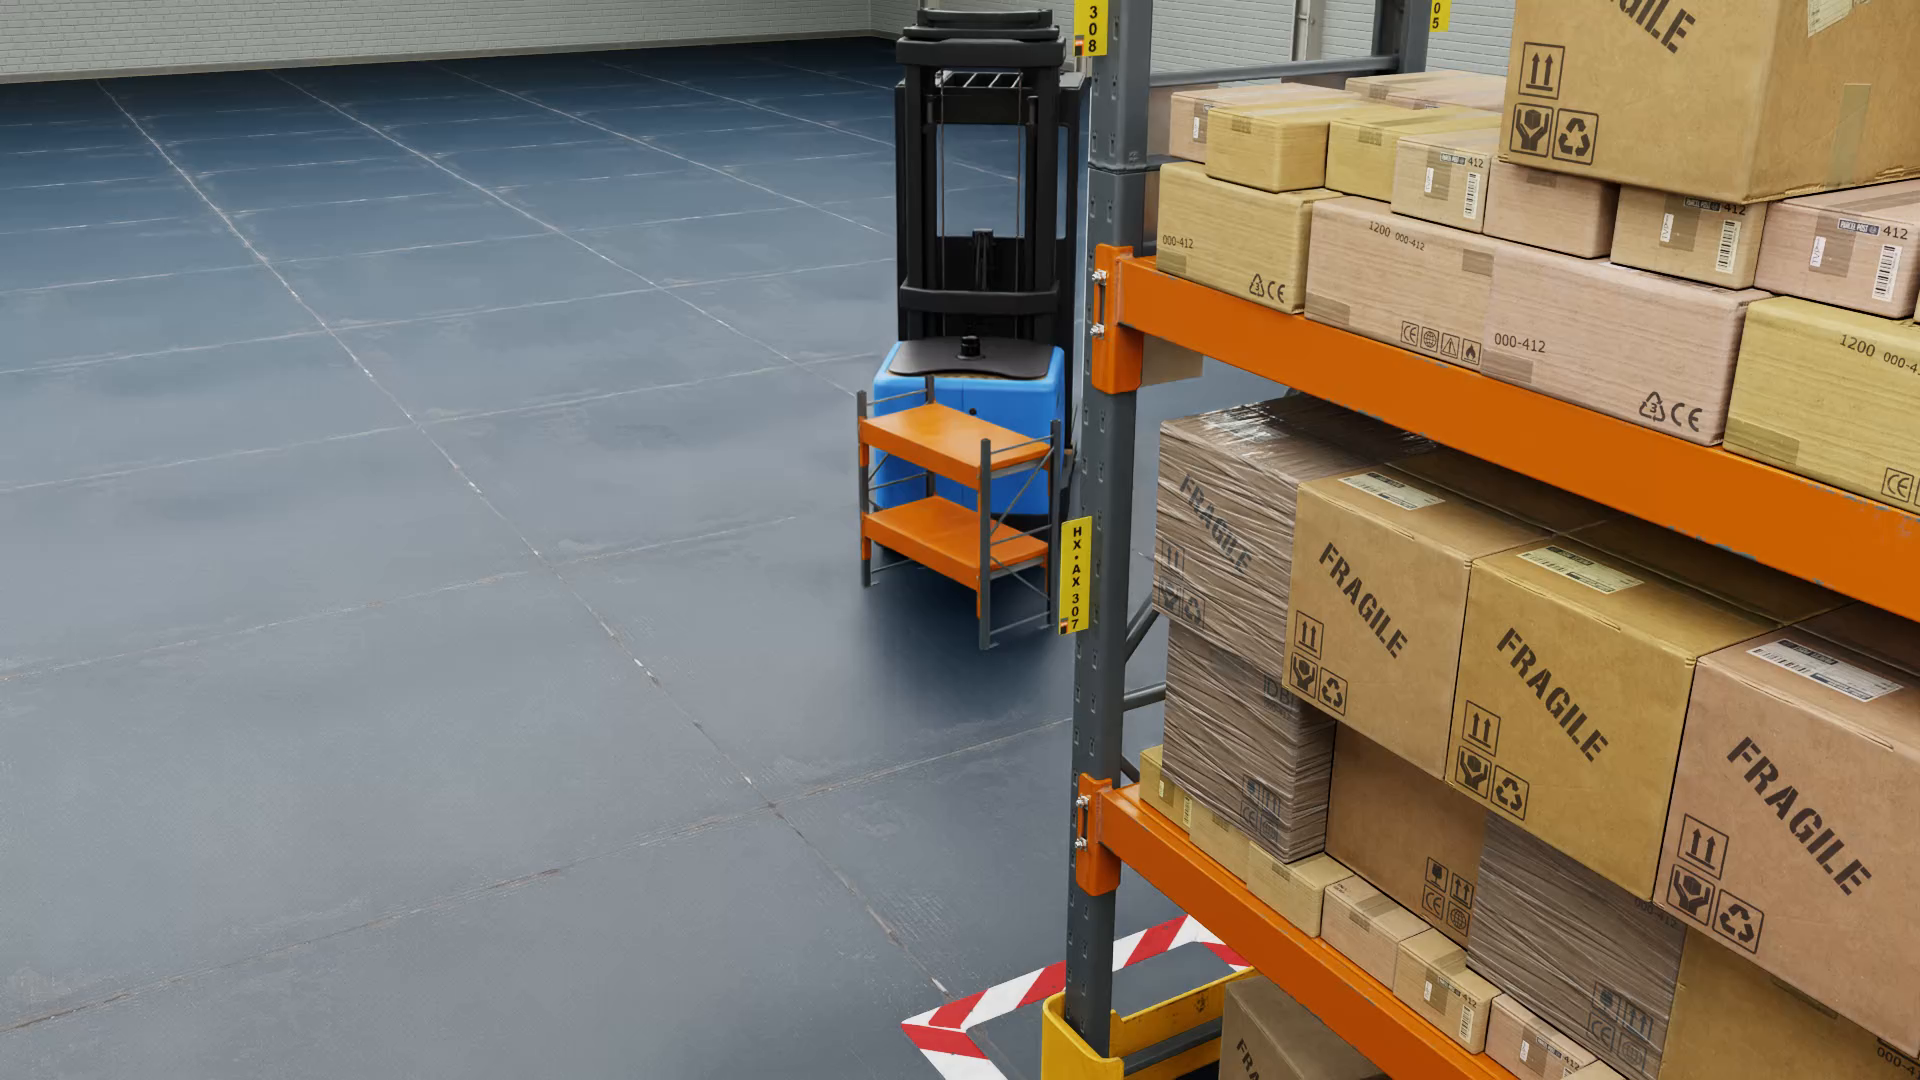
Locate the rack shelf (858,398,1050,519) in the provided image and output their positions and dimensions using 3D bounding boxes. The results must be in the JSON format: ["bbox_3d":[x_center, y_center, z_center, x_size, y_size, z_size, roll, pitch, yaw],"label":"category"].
[{"bbox_3d":[-0.020,-0.439,8.621,0.538,0.278,1.000,-17,28,-36],"label":"rack shelf"}]

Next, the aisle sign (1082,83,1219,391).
[{"bbox_3d":[0.488,-0.774,4.279,0.394,0.787,0.004,-13,25,-28],"label":"aisle sign"}]

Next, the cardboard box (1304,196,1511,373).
[{"bbox_3d":[1.070,-0.556,3.411,0.500,0.250,0.500,-13,26,-29],"label":"cardboard box"}]

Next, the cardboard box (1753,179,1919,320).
[{"bbox_3d":[1.522,-0.479,2.692,0.380,0.149,0.250,-13,25,-29],"label":"cardboard box"}]

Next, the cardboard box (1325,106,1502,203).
[{"bbox_3d":[1.003,-0.818,3.526,0.380,0.149,0.250,-13,26,-29],"label":"cardboard box"}]

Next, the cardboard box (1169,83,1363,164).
[{"bbox_3d":[0.719,-0.978,3.921,0.380,0.149,0.250,-13,25,-29],"label":"cardboard box"}]

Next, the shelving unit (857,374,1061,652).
[{"bbox_3d":[-0.020,-0.168,8.731,0.538,1.125,1.048,-17,28,-36],"label":"shelving unit"}]

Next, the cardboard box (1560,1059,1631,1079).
[{"bbox_3d":[1.401,1.152,3.328,0.380,0.149,0.250,-13,25,-28],"label":"cardboard box"}]

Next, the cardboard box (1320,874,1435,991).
[{"bbox_3d":[1.089,0.893,3.965,0.380,0.149,0.250,-13,25,-28],"label":"cardboard box"}]

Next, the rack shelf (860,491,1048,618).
[{"bbox_3d":[-0.020,0.059,8.823,0.538,0.278,1.000,-17,28,-36],"label":"rack shelf"}]

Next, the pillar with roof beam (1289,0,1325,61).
[{"bbox_3d":[1.758,-10.183,22.913,9.100,9.000,0.400,-13,25,-28],"label":"pillar with roof beam"}]

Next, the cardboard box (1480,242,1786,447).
[{"bbox_3d":[1.319,-0.395,3.014,0.500,0.250,0.500,-13,25,-28],"label":"cardboard box"}]

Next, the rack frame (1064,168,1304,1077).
[{"bbox_3d":[0.777,0.393,4.861,1.000,3.000,0.127,-13,25,-28],"label":"rack frame"}]

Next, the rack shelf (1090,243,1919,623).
[{"bbox_3d":[1.799,-0.016,2.839,1.077,0.370,4.000,-13,25,-28],"label":"rack shelf"}]

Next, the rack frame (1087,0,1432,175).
[{"bbox_3d":[0.777,-2.386,3.731,1.000,3.000,0.127,-13,25,-28],"label":"rack frame"}]

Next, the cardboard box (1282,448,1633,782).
[{"bbox_3d":[1.073,0.139,3.629,0.500,0.500,0.500,-13,25,-28],"label":"cardboard box"}]

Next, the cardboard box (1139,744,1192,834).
[{"bbox_3d":[0.718,0.648,4.568,0.380,0.149,0.250,-13,25,-28],"label":"cardboard box"}]

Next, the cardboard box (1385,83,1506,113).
[{"bbox_3d":[1.219,-0.975,3.913,0.380,0.149,0.250,-14,26,-30],"label":"cardboard box"}]

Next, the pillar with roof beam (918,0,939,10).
[{"bbox_3d":[-4.372,-14.067,32.470,9.100,9.000,0.400,-13,25,-28],"label":"pillar with roof beam"}]

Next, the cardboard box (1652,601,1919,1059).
[{"bbox_3d":[1.590,0.462,2.836,0.500,0.500,0.500,-13,25,-28],"label":"cardboard box"}]

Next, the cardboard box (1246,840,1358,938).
[{"bbox_3d":[0.944,0.816,4.154,0.380,0.149,0.250,-13,25,-28],"label":"cardboard box"}]

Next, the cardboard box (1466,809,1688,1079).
[{"bbox_3d":[1.611,0.701,3.575,0.875,0.500,0.500,-13,25,-28],"label":"cardboard box"}]

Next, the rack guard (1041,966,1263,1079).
[{"bbox_3d":[0.816,1.576,5.271,1.175,0.500,0.348,-13,25,-28],"label":"rack guard"}]

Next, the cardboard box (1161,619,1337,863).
[{"bbox_3d":[1.035,0.392,4.335,0.875,0.500,0.500,-13,25,-28],"label":"cardboard box"}]

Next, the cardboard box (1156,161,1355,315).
[{"bbox_3d":[0.801,-0.721,3.818,0.500,0.250,0.500,-12,25,-27],"label":"cardboard box"}]

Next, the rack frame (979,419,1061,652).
[{"bbox_3d":[0.302,-0.020,8.366,0.500,1.125,0.032,-17,28,-36],"label":"rack frame"}]

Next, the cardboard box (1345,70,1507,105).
[{"bbox_3d":[1.187,-1.082,4.176,0.380,0.149,0.250,-13,25,-28],"label":"cardboard box"}]

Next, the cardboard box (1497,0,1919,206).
[{"bbox_3d":[1.303,-0.880,2.817,0.500,0.500,0.500,-13,25,-28],"label":"cardboard box"}]

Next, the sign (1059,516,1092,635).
[{"bbox_3d":[0.311,0.096,4.441,0.100,0.325,0.005,-13,25,-28],"label":"sign"}]

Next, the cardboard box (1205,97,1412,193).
[{"bbox_3d":[0.768,-0.876,3.668,0.380,0.149,0.250,-12,25,-27],"label":"cardboard box"}]

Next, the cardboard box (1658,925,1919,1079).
[{"bbox_3d":[1.857,0.865,3.171,0.875,0.500,0.500,-13,25,-28],"label":"cardboard box"}]

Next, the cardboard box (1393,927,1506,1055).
[{"bbox_3d":[1.211,0.975,3.762,0.380,0.149,0.250,-13,25,-28],"label":"cardboard box"}]

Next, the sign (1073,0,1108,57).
[{"bbox_3d":[0.311,-1.297,3.875,0.100,0.325,0.005,-13,25,-28],"label":"sign"}]

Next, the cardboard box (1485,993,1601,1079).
[{"bbox_3d":[1.362,1.051,3.576,0.380,0.149,0.250,-13,25,-28],"label":"cardboard box"}]

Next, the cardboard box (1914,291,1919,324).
[{"bbox_3d":[1.666,-0.396,2.489,0.380,0.149,0.250,-14,26,-30],"label":"cardboard box"}]

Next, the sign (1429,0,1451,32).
[{"bbox_3d":[1.265,-1.507,4.376,0.100,0.325,0.005,-13,25,-28],"label":"sign"}]

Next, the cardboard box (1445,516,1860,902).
[{"bbox_3d":[1.330,0.301,3.232,0.500,0.500,0.500,-13,25,-28],"label":"cardboard box"}]

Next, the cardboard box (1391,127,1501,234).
[{"bbox_3d":[1.081,-0.716,3.275,0.380,0.149,0.250,-12,25,-26],"label":"cardboard box"}]

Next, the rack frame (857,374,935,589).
[{"bbox_3d":[-0.342,-0.316,9.096,0.500,1.125,0.032,-17,28,-36],"label":"rack frame"}]

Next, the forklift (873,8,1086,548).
[{"bbox_3d":[0.189,-1.791,10.324,1.130,2.935,3.031,3,22,6],"label":"forklift"}]

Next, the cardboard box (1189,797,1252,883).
[{"bbox_3d":[0.829,0.732,4.360,0.380,0.149,0.250,-13,25,-28],"label":"cardboard box"}]

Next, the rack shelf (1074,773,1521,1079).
[{"bbox_3d":[1.799,1.374,3.404,1.077,0.370,4.000,-13,25,-28],"label":"rack shelf"}]

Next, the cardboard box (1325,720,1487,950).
[{"bbox_3d":[1.393,0.531,3.994,0.875,0.500,0.500,-13,25,-28],"label":"cardboard box"}]

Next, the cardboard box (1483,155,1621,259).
[{"bbox_3d":[1.202,-0.636,3.079,0.380,0.149,0.250,-13,25,-28],"label":"cardboard box"}]

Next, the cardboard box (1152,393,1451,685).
[{"bbox_3d":[0.824,-0.024,4.031,0.500,0.500,0.500,-13,25,-28],"label":"cardboard box"}]

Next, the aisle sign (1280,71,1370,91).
[{"bbox_3d":[1.003,-0.889,4.563,0.394,0.787,0.004,-13,25,-28],"label":"aisle sign"}]

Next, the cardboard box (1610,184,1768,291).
[{"bbox_3d":[1.354,-0.551,2.869,0.380,0.149,0.250,-14,26,-31],"label":"cardboard box"}]

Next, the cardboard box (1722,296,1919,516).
[{"bbox_3d":[1.590,-0.227,2.602,0.500,0.250,0.500,-12,25,-27],"label":"cardboard box"}]

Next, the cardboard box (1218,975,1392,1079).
[{"bbox_3d":[1.082,1.562,4.747,0.500,0.500,0.500,-8,23,-18],"label":"cardboard box"}]

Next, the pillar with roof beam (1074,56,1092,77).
[{"bbox_3d":[-1.307,-12.125,27.692,9.100,9.000,0.400,-13,25,-28],"label":"pillar with roof beam"}]
